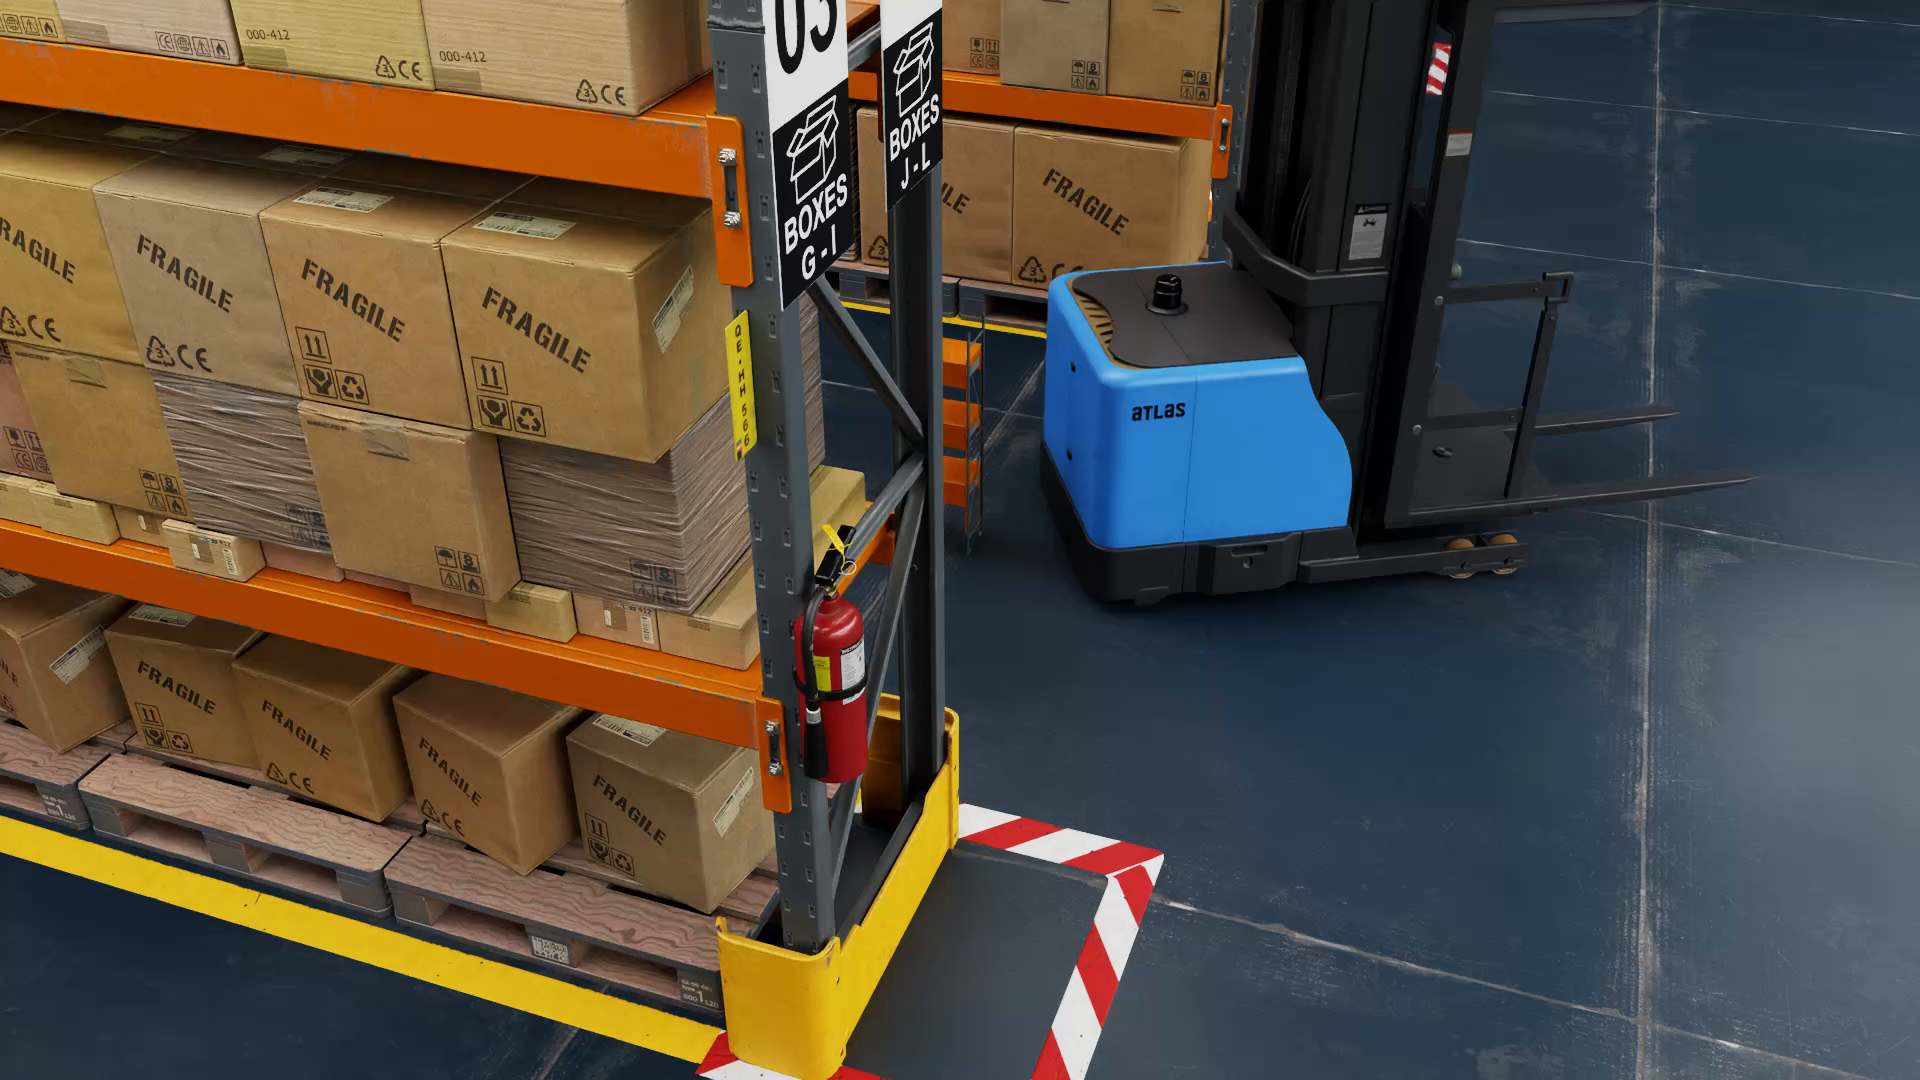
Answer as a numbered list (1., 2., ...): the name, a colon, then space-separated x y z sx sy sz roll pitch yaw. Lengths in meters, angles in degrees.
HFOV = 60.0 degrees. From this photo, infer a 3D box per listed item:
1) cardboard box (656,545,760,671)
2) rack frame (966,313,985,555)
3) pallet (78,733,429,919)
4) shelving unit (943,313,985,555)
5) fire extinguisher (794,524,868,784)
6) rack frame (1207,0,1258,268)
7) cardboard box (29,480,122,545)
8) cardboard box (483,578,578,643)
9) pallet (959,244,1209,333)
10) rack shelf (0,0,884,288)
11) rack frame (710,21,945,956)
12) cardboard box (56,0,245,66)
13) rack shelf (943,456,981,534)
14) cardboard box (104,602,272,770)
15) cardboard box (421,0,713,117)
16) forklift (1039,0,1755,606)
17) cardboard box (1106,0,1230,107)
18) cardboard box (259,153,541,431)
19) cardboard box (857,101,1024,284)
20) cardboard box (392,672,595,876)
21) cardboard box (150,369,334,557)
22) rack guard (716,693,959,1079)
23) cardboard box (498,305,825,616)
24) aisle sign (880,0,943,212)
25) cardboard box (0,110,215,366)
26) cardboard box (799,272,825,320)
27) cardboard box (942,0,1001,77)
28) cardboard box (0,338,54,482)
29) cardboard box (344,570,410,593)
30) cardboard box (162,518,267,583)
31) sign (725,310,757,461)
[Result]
1. cardboard box: -0.611 0.163 4.464 0.250 0.149 0.380 11 34 16
2. rack frame: 0.064 -0.429 6.946 0.008 1.050 0.200 11 34 16
3. pallet: -2.242 0.771 5.862 1.213 0.211 1.003 11 34 16
4. shelving unit: -0.050 -0.451 6.980 0.252 1.050 0.215 11 34 16
5. fire extinguisher: -0.320 0.293 4.103 0.183 0.674 0.296 11 34 16
6. rack frame: 1.496 -2.510 8.372 0.127 3.000 1.000 11 34 16
7. cardboard box: -2.521 -0.162 4.967 0.250 0.149 0.380 11 34 16
8. cardboard box: -1.098 0.097 4.566 0.250 0.149 0.380 11 34 16
9. pallet: 0.717 -1.445 9.294 1.213 0.211 1.003 11 34 16
10. rack shelf: -2.155 -1.320 4.427 4.000 0.370 1.077 11 34 16
11. rack frame: -0.273 0.004 4.478 0.127 3.000 1.000 11 34 16
12. cardboard box: -1.763 -1.340 3.932 0.500 0.250 0.500 12 35 18
13. rack shelf: -0.050 -0.208 7.137 0.240 0.259 0.215 11 34 16
14. cardboard box: -2.522 0.414 5.761 0.500 0.500 0.500 8 34 12
15. cardboard box: -0.812 -1.152 3.641 0.500 0.250 0.500 12 35 18
16. forklift: 1.925 -1.344 6.629 3.031 2.935 1.130 -6 33 -9
17. cardboard box: 1.131 -2.618 8.401 0.550 0.550 0.875 11 34 16
18. cardboard box: -1.346 -0.646 4.197 0.500 0.500 0.500 11 34 16
19. cardboard box: 0.006 -2.044 9.223 0.875 0.875 0.875 10 34 16
20. cardboard box: -1.429 0.663 5.375 0.500 0.500 0.500 21 38 29
21. cardboard box: -1.748 -0.421 4.771 0.500 0.500 0.875 11 34 16
22. rack guard: -0.344 1.040 5.178 0.348 0.500 1.175 11 34 16
23. cardboard box: -0.781 -0.278 4.548 0.500 0.500 0.875 11 34 16
24. aisle sign: -0.113 -1.230 3.993 0.004 0.787 0.394 11 34 16
25. cardboard box: -2.284 -0.835 4.489 0.500 0.500 0.500 11 34 16
26. cardboard box: -0.699 -0.823 4.471 0.500 0.500 0.500 11 34 16
27. cardboard box: 0.121 -2.874 8.798 0.550 0.550 0.875 11 34 16
28. cardboard box: -2.672 -0.632 5.096 0.500 0.500 0.875 11 34 16
29. cardboard box: -1.550 -0.023 4.752 0.250 0.149 0.380 11 34 16
30. cardboard box: -2.058 -0.058 4.806 0.250 0.149 0.380 11 34 16
31. sign: -0.479 -0.336 3.645 0.005 0.325 0.100 11 34 16
